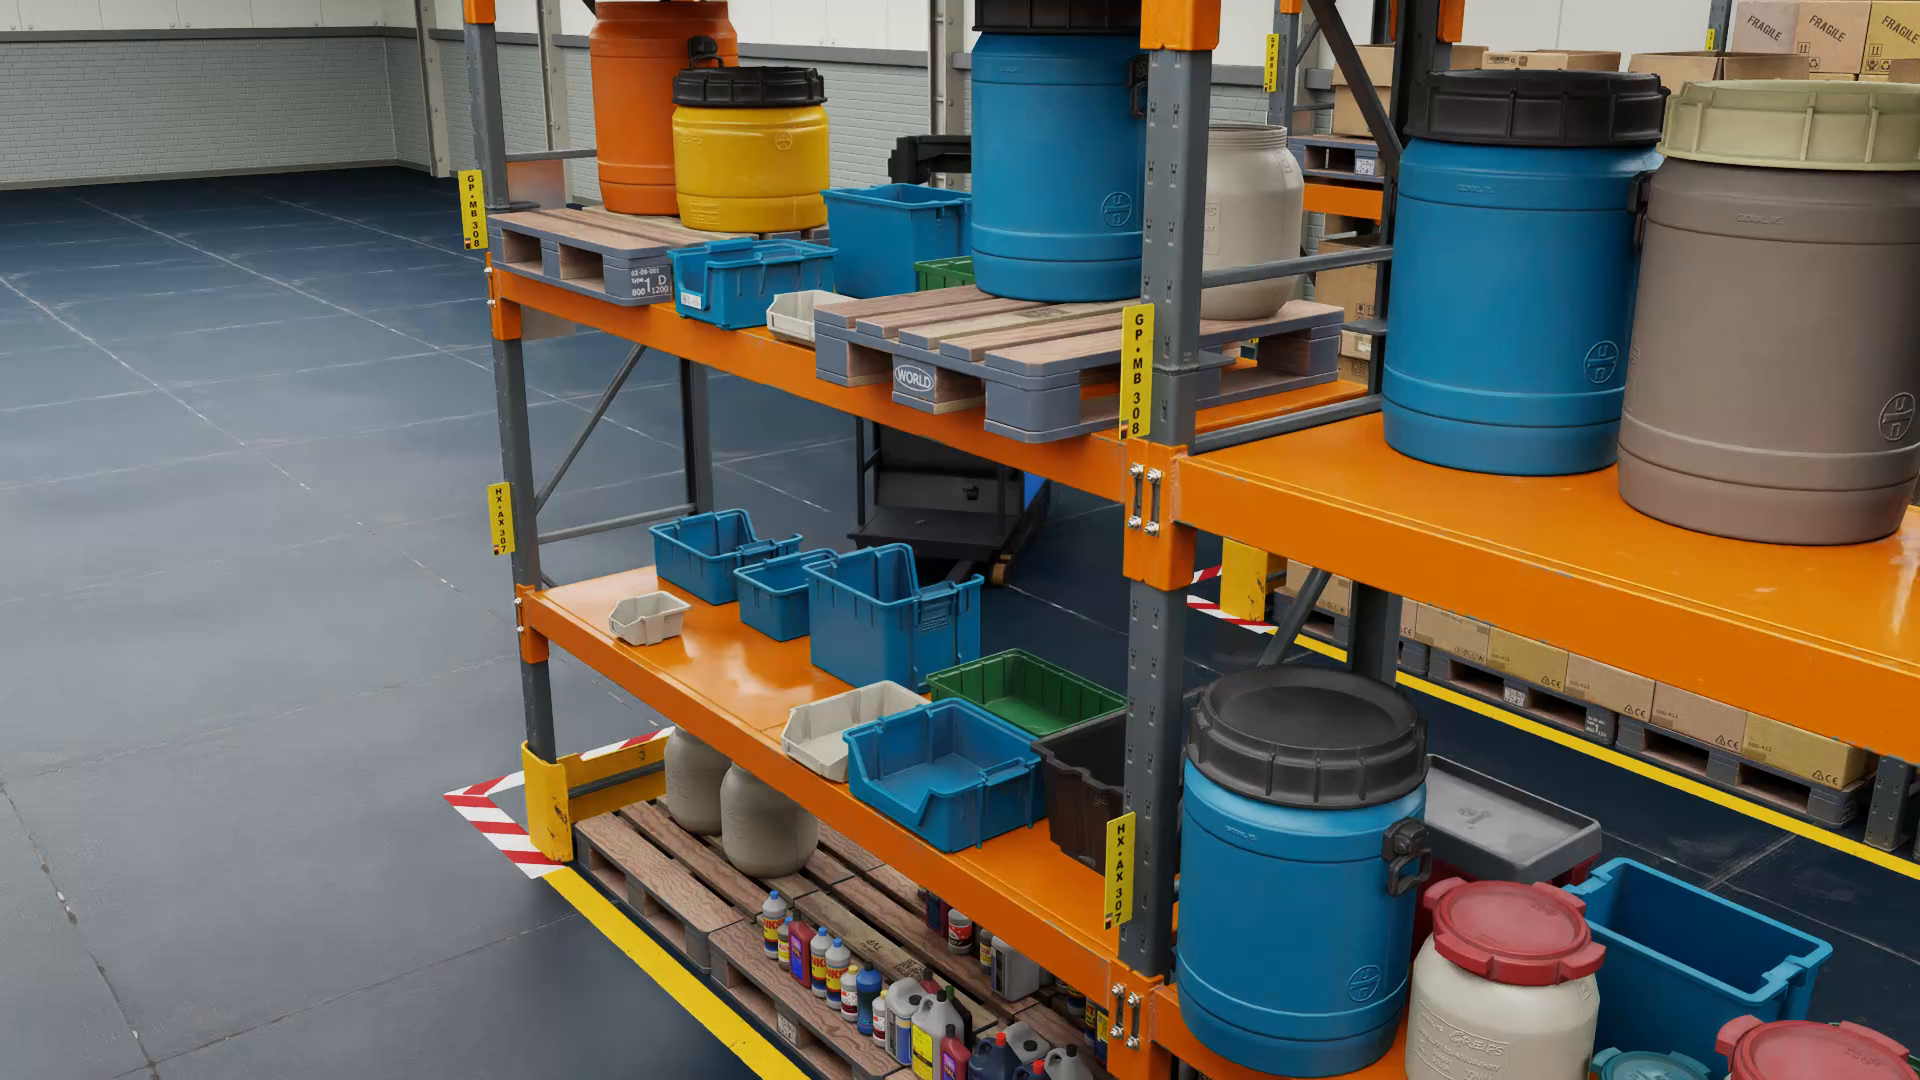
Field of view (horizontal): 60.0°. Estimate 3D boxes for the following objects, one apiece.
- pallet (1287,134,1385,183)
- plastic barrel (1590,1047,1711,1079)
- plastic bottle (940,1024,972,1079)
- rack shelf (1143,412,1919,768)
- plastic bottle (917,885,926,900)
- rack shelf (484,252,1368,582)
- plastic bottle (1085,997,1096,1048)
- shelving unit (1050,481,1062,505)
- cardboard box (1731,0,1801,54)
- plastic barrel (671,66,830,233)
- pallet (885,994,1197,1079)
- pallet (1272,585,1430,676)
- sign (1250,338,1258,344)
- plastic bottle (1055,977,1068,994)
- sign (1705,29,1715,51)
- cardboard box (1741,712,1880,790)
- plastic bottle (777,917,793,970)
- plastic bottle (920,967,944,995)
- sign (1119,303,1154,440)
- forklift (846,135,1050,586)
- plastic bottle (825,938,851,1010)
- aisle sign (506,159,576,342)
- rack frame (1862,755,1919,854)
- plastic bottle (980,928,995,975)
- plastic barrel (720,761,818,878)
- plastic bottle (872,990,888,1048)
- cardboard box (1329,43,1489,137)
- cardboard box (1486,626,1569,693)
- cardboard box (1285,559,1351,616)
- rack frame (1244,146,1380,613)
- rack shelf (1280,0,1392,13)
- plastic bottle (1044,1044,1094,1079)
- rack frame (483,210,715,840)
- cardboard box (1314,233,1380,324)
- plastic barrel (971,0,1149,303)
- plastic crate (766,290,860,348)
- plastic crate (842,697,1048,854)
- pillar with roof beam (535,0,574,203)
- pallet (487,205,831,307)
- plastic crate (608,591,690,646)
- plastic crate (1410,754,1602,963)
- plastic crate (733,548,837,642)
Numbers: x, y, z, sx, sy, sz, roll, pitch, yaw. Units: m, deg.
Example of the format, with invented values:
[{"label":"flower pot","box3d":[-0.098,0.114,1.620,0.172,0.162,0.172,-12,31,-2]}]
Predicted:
[{"label":"pallet","box3d":[2.687,-2.238,9.717,1.003,0.211,1.213,-14,23,-36]},{"label":"plastic barrel","box3d":[1.568,1.338,3.769,0.301,0.262,0.301,0,18,0]},{"label":"plastic bottle","box3d":[-0.012,1.815,5.730,0.061,0.283,0.133,-12,22,-33]},{"label":"rack shelf","box3d":[2.108,0.327,2.976,1.077,0.370,4.000,-14,23,-36]},{"label":"plastic bottle","box3d":[-0.133,1.417,7.062,0.097,0.201,0.097,0,18,0]},{"label":"rack shelf","box3d":[-0.375,-0.659,5.953,1.077,0.370,4.000,-14,23,-36]},{"label":"plastic bottle","box3d":[0.506,1.711,6.065,0.097,0.271,0.097,0,18,0]},{"label":"shelving unit","box3d":[0.653,-0.725,13.116,0.258,0.900,0.210,-7,19,-21]},{"label":"cardboard box","box3d":[6.198,-3.816,12.562,0.500,0.500,0.500,-16,24,-40]},{"label":"plastic barrel","box3d":[-0.810,-1.526,6.459,0.600,0.588,0.600,0,18,0]},{"label":"pallet","box3d":[0.482,2.067,5.786,1.003,0.211,1.213,-14,23,-36]},{"label":"pallet","box3d":[2.776,0.469,10.610,1.003,0.211,1.213,-14,23,-36]},{"label":"sign","box3d":[1.829,-1.377,10.245,0.100,0.325,0.005,-14,23,-36]},{"label":"plastic bottle","box3d":[0.416,1.635,6.404,0.097,0.201,0.097,0,18,0]},{"label":"sign","box3d":[5.724,-3.736,12.710,0.100,0.325,0.005,-14,23,-36]},{"label":"cardboard box","box3d":[4.293,0.985,8.322,0.500,0.250,0.500,-14,23,-36]},{"label":"plastic bottle","box3d":[-0.671,1.583,6.560,0.097,0.201,0.097,0,18,0]},{"label":"plastic bottle","box3d":[-0.094,1.706,6.060,0.061,0.283,0.133,-14,23,-36]},{"label":"sign","box3d":[0.428,-0.407,4.034,0.100,0.325,0.005,-14,23,-36]},{"label":"forklift","box3d":[-0.142,-1.201,11.326,1.130,2.935,3.031,4,19,13]},{"label":"plastic bottle","box3d":[-0.461,1.634,6.297,0.097,0.271,0.097,0,18,0]},{"label":"aisle sign","box3d":[-1.891,-1.264,7.272,0.394,0.787,0.004,-14,23,-36]},{"label":"rack frame","box3d":[4.752,-0.049,7.740,1.000,3.000,0.127,-14,23,-36]},{"label":"plastic bottle","box3d":[0.127,1.593,6.530,0.097,0.201,0.097,0,18,0]},{"label":"plastic barrel","box3d":[-0.837,1.183,7.307,0.421,0.512,0.421,0,18,0]},{"label":"plastic bottle","box3d":[-0.271,1.742,6.081,0.097,0.201,0.097,0,18,0]},{"label":"cardboard box","box3d":[2.622,-2.631,9.710,0.797,0.503,0.637,-12,22,-32]},{"label":"cardboard box","box3d":[3.357,0.616,9.435,0.500,0.250,0.500,-14,23,-36]},{"label":"cardboard box","box3d":[2.427,0.246,10.552,0.500,0.250,0.500,-14,23,-36]},{"label":"rack frame","box3d":[2.268,-1.035,10.716,1.000,3.000,0.127,-14,23,-36]},{"label":"rack shelf","box3d":[3.510,-2.859,8.461,1.077,0.370,4.000,-14,23,-36]},{"label":"plastic bottle","box3d":[0.354,1.835,5.564,0.144,0.351,0.185,-14,23,-36]},{"label":"rack frame","box3d":[-1.617,-0.069,7.800,1.000,3.000,0.127,-14,23,-36]},{"label":"cardboard box","box3d":[2.581,-1.568,10.102,0.700,0.500,0.500,-14,23,-36]},{"label":"plastic barrel","box3d":[0.333,-1.211,5.010,0.600,0.901,0.708,-14,23,-36]},{"label":"plastic crate","box3d":[-0.447,-0.699,5.349,0.243,0.136,0.396,-14,23,-36]},{"label":"plastic crate","box3d":[-0.033,0.767,5.510,0.499,0.251,0.616,-14,23,-36]},{"label":"pillar with roof beam","box3d":[-11.014,-9.921,28.007,9.100,9.000,0.400,-14,23,-36]},{"label":"pallet","box3d":[-1.180,-1.181,6.684,1.003,0.211,1.213,-14,23,-36]},{"label":"plastic crate","box3d":[-1.314,0.339,6.985,0.298,0.136,0.250,-14,23,-36]},{"label":"plastic crate","box3d":[1.407,0.946,4.633,0.402,0.464,0.583,-14,23,-36]},{"label":"plastic crate","box3d":[-0.673,0.227,7.140,0.499,0.251,0.408,-14,23,-36]}]
